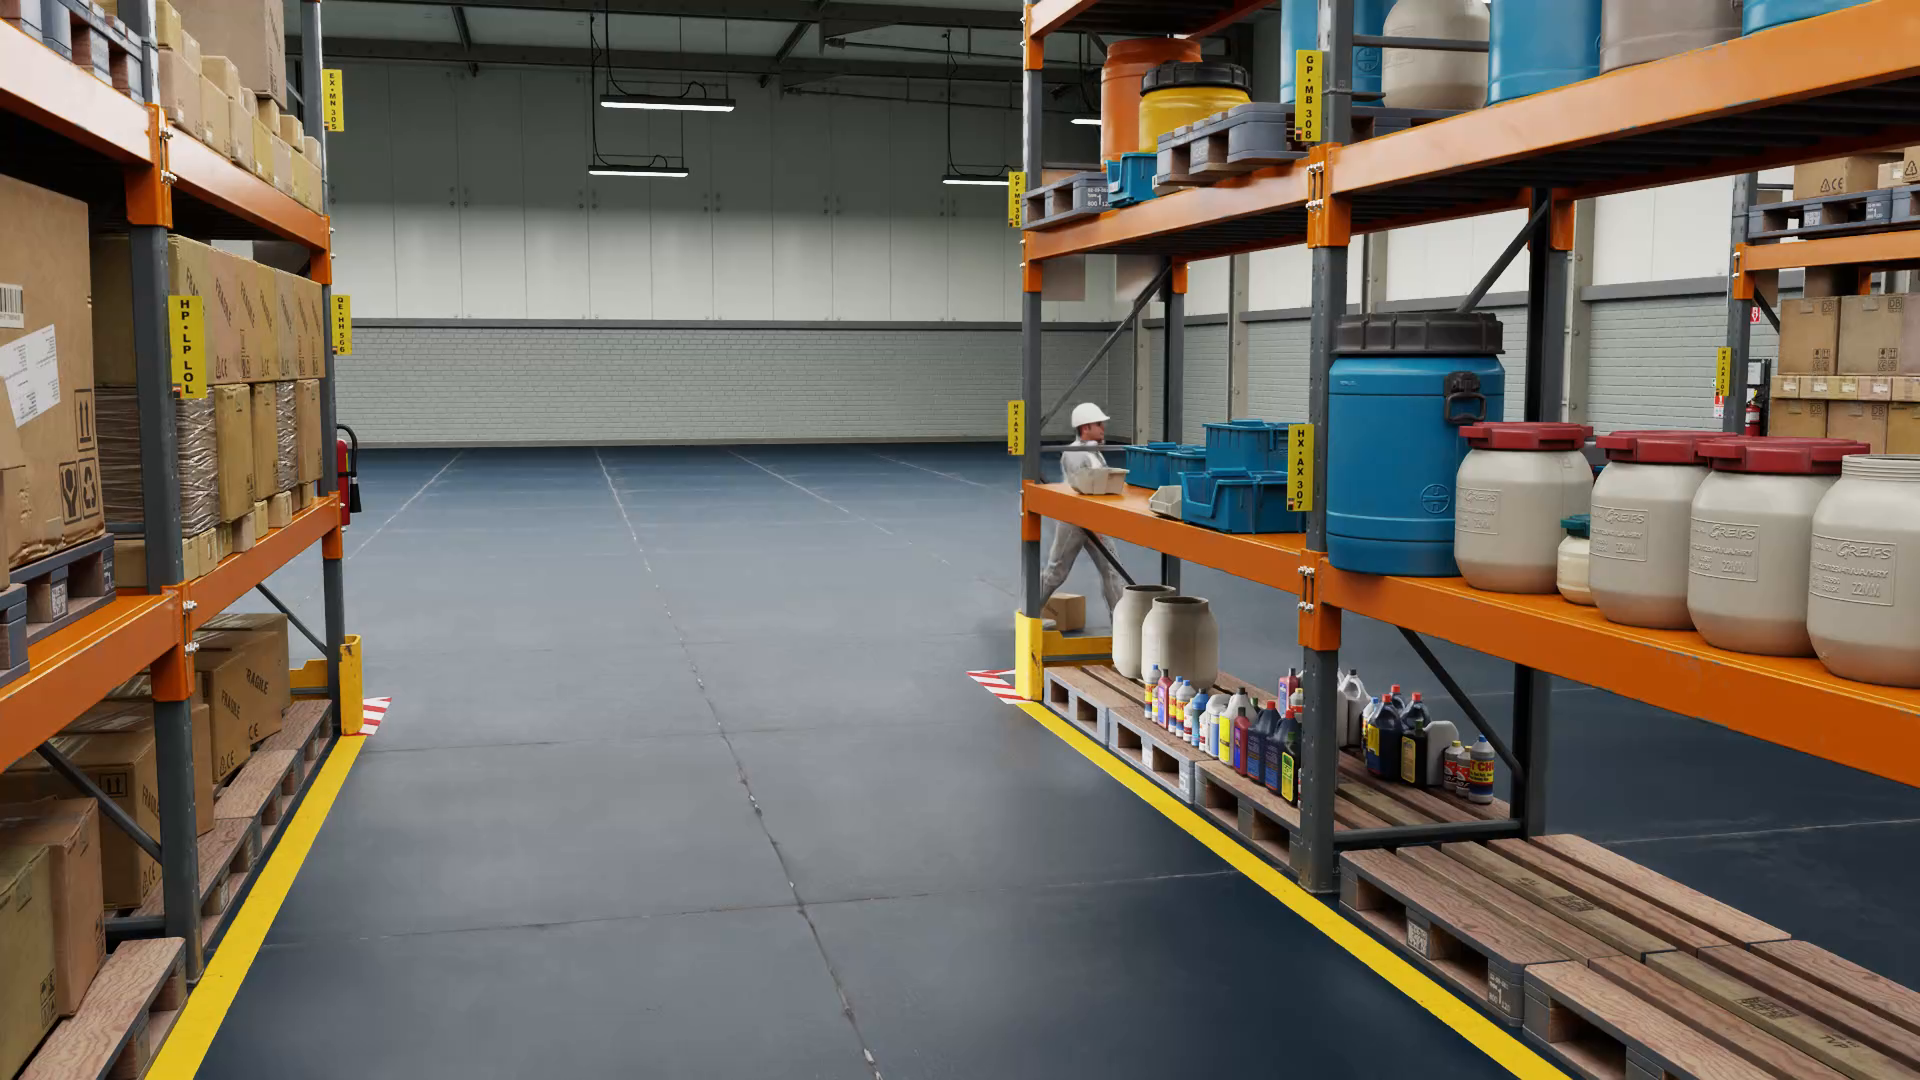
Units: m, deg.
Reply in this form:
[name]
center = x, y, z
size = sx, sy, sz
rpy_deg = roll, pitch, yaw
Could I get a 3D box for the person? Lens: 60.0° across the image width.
[person]
center = 0.936, -0.147, 12.262
size = 1.067, 1.717, 0.536
rpy_deg = 3, 7, 28
